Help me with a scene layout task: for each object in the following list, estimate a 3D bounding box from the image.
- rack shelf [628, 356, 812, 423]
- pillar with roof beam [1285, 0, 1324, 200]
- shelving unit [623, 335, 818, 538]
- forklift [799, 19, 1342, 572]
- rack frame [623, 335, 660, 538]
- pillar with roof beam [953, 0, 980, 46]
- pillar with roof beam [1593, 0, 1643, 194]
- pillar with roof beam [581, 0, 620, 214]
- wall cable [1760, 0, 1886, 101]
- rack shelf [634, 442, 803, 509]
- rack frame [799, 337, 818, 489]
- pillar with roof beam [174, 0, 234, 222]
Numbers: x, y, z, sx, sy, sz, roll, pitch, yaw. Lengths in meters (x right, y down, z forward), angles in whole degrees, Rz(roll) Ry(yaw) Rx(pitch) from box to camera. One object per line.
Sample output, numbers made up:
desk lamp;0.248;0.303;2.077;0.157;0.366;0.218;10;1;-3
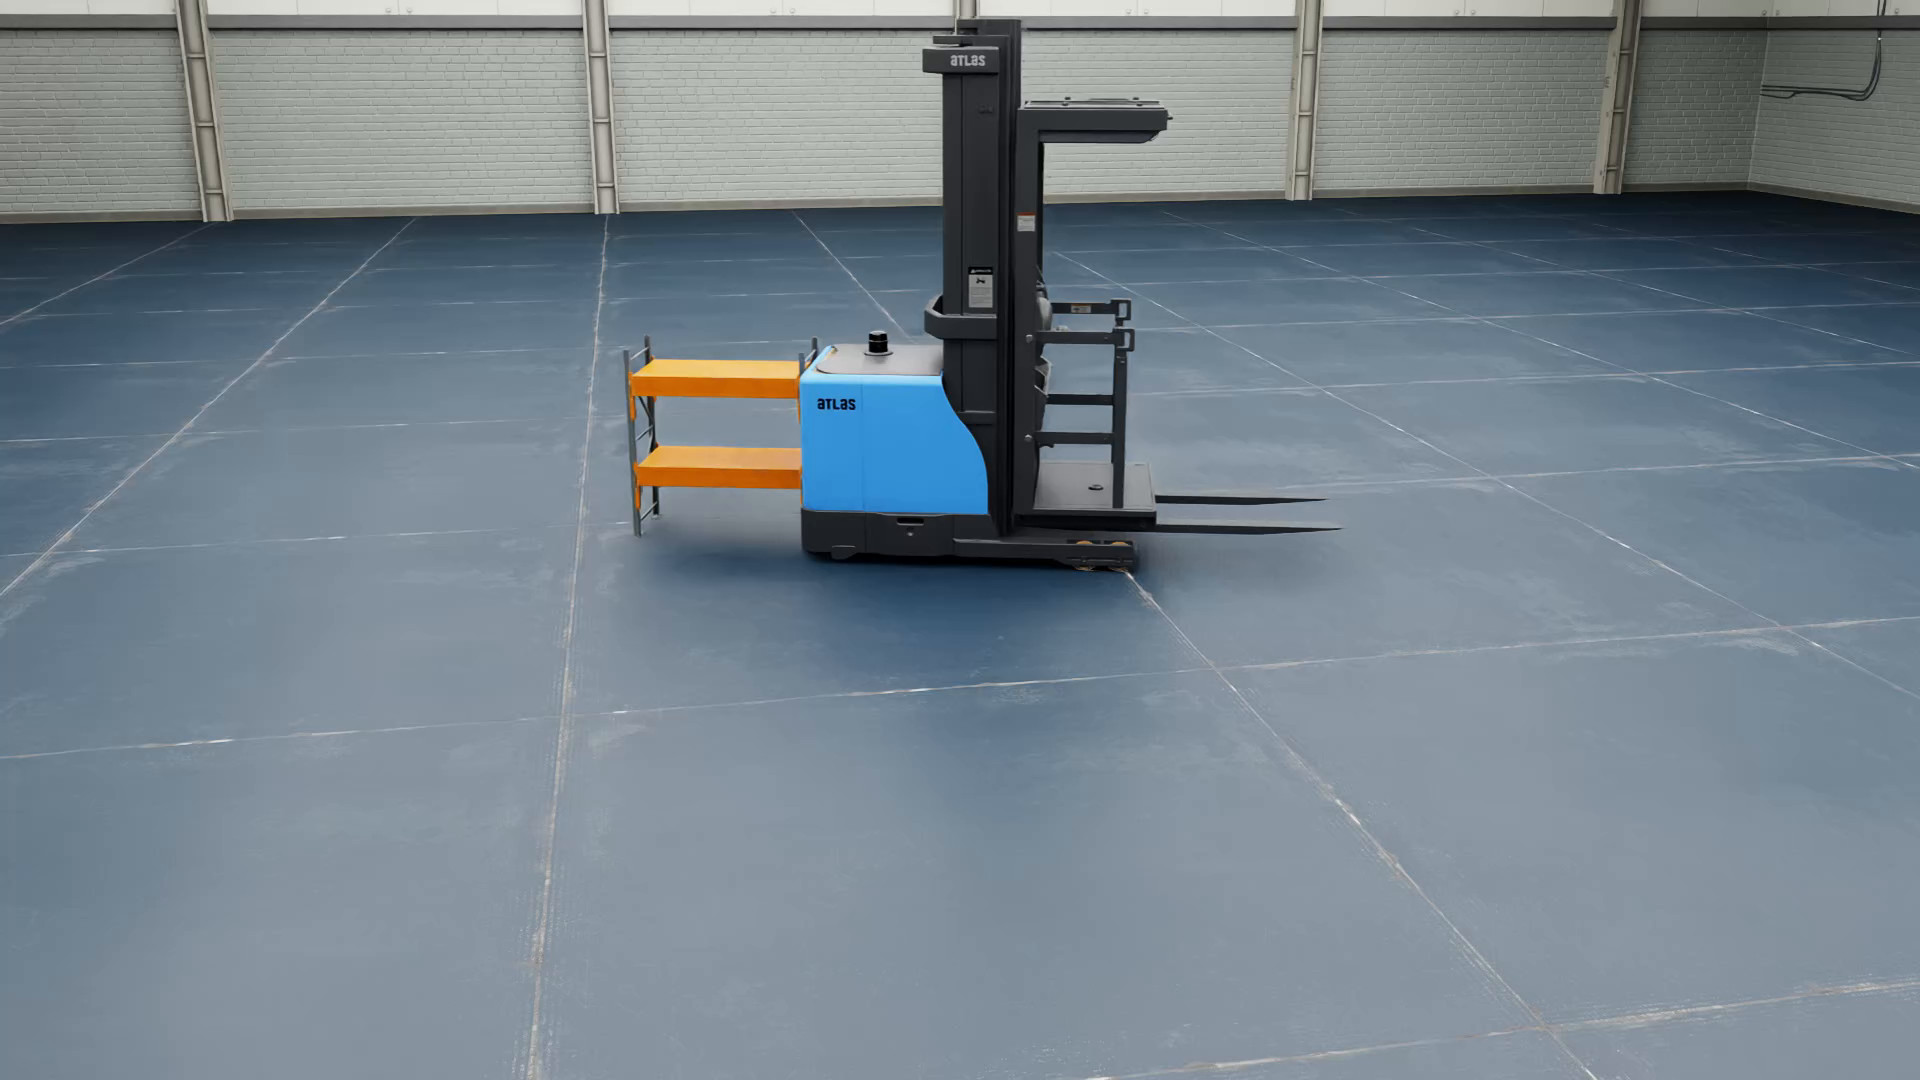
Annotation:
rack shelf;-1.390;-0.894;9.808;1.000;0.278;0.538;1;17;4
pillar with roof beam;6.811;-9.100;24.114;0.400;9.000;9.100;-3;17;-10
shelving unit;-1.390;-0.614;9.894;1.048;1.125;0.538;1;17;4
forklift;0.645;-1.386;9.333;3.031;2.935;1.130;1;17;4
rack frame;-1.897;-0.625;9.932;0.032;1.125;0.500;1;17;4
pillar with roof beam;0.919;-8.766;23.026;0.400;9.000;9.100;-3;17;-10
pillar with roof beam;12.702;-9.435;25.202;0.400;9.000;9.100;-3;17;-10
pillar with roof beam;-4.972;-8.432;21.938;0.400;9.000;9.100;-3;17;-10
wall cable;15.028;-8.974;28.992;0.112;2.526;3.097;-3;17;-10
rack shelf;-1.390;-0.380;9.966;1.000;0.278;0.538;1;17;4
rack frame;-0.884;-0.602;9.856;0.032;1.125;0.500;1;17;4
pillar with roof beam;-10.863;-8.098;20.850;0.400;9.000;9.100;-3;17;-10
